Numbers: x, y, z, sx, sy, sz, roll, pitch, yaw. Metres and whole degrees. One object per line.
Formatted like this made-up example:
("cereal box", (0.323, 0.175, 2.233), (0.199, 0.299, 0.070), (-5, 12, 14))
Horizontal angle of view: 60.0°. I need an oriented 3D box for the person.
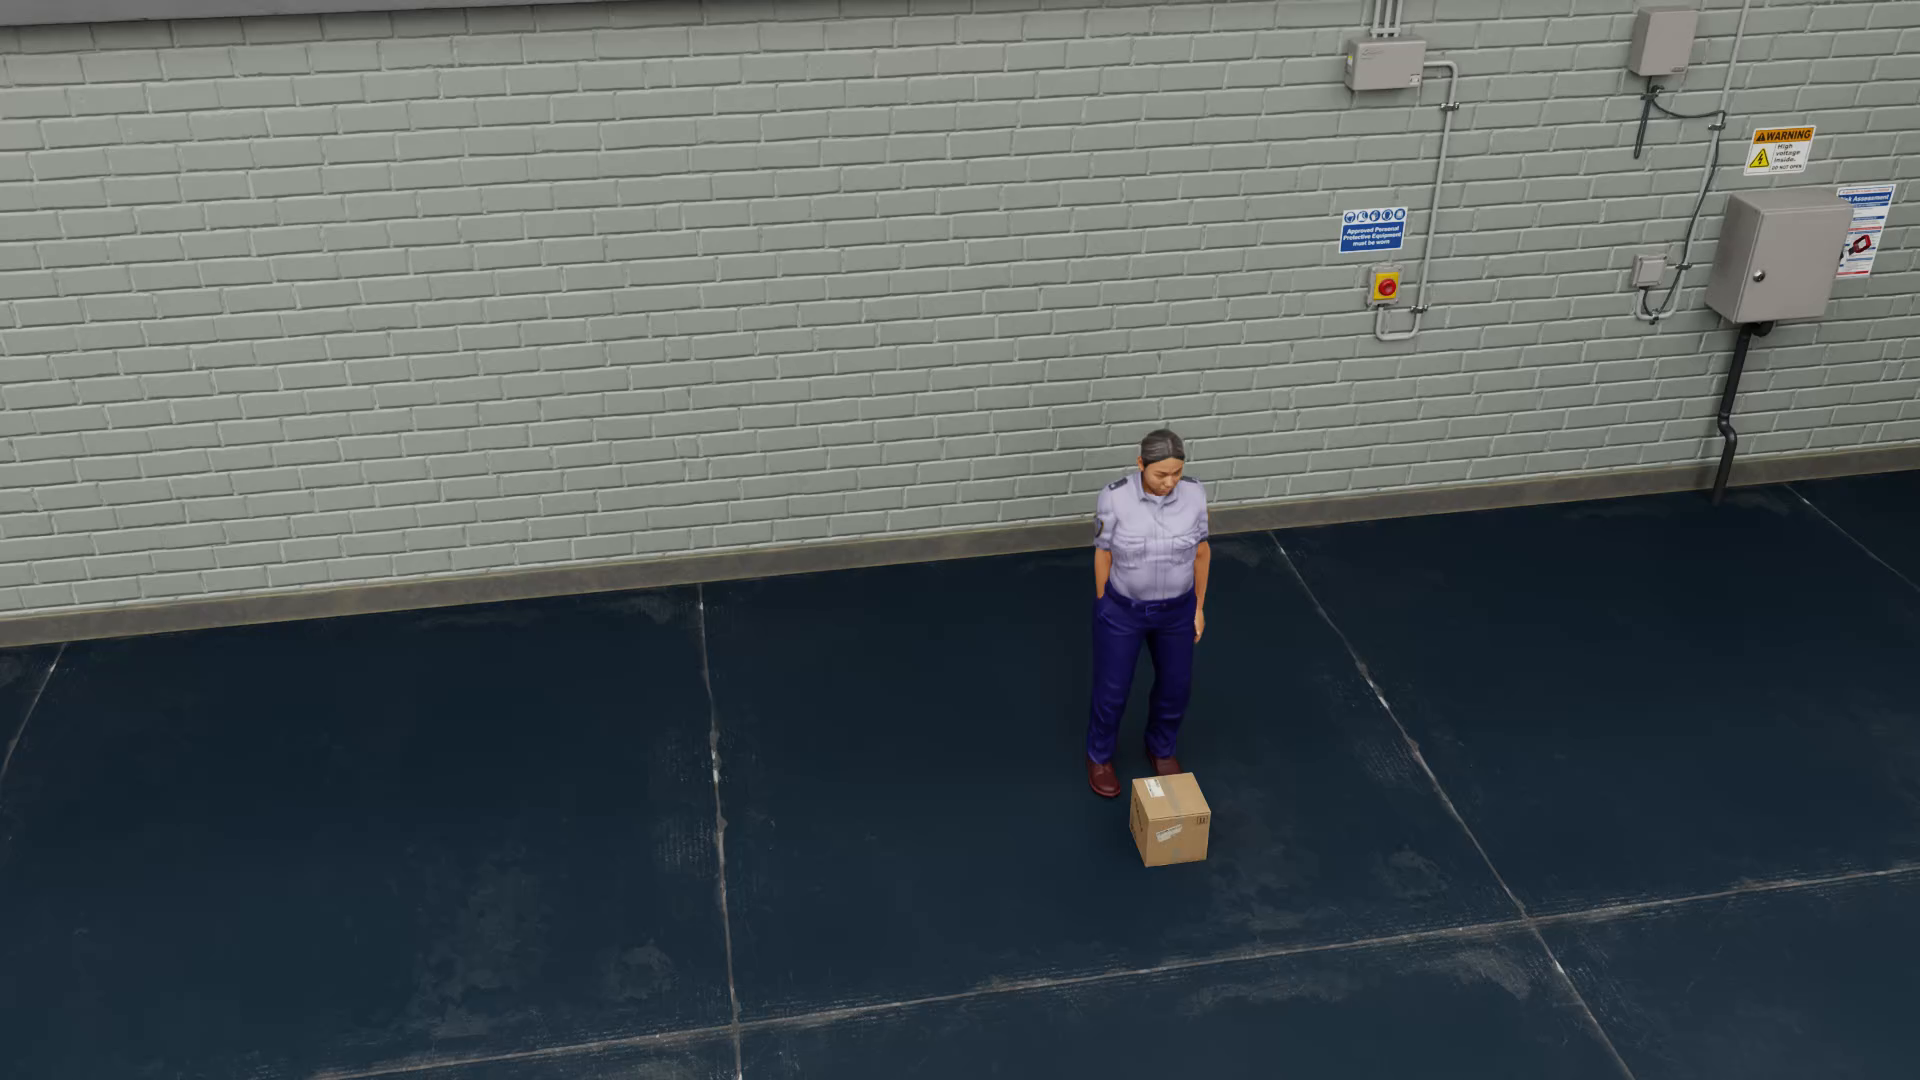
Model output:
("person", (0.765, 0.296, 6.671), (0.473, 1.648, 0.315), (-5, 31, -8))
